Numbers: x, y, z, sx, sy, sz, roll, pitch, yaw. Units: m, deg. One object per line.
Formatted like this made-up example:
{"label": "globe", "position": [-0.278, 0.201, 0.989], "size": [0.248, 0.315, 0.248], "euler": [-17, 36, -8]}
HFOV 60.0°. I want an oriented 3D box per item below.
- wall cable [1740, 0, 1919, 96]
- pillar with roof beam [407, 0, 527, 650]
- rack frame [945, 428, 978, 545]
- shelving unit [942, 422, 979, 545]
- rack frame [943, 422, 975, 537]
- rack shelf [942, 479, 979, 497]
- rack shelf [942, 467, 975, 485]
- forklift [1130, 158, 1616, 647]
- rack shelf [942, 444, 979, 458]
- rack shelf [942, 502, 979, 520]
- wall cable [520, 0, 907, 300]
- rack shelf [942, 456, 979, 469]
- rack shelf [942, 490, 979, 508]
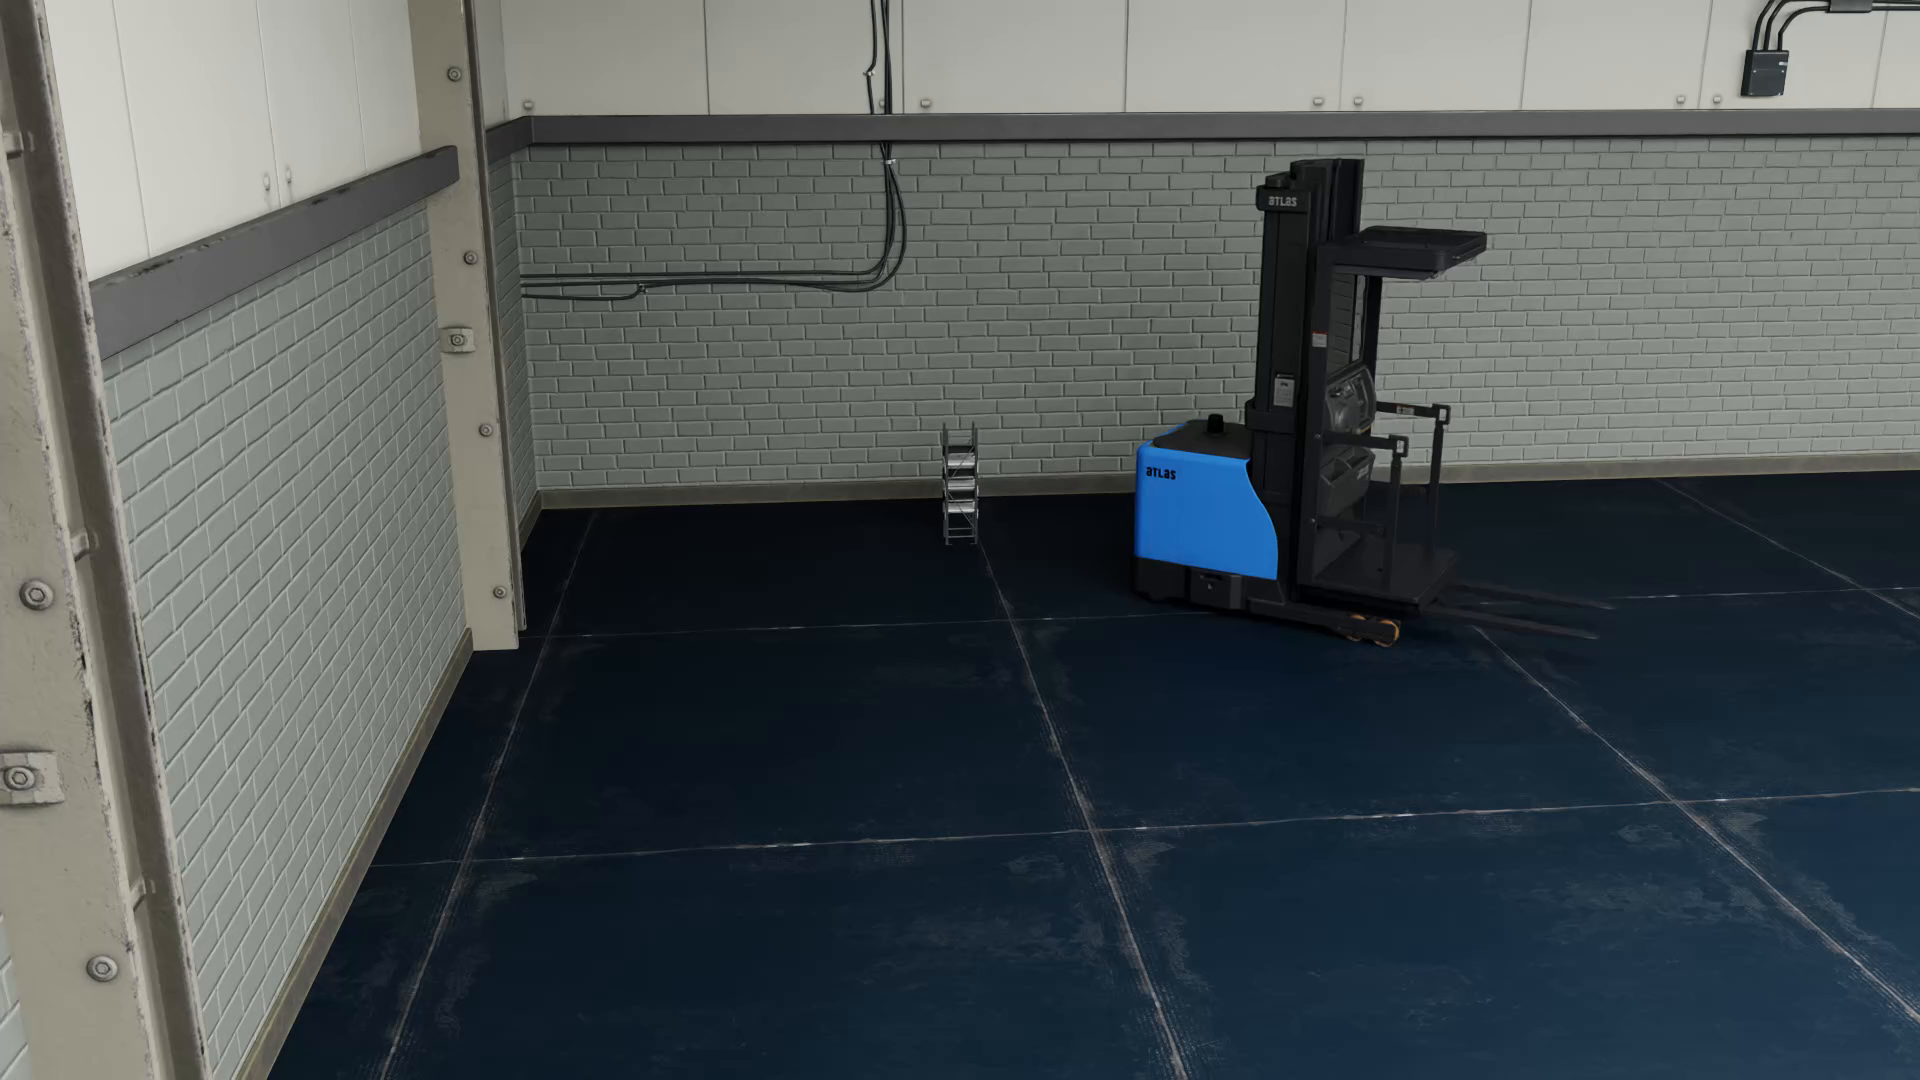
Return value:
{"label": "wall cable", "position": [7.491, -6.491, 12.651], "size": [2.305, 6.003, 0.169], "euler": [-2, 18, -6]}
{"label": "pillar with roof beam", "position": [1.317, -3.794, 9.739], "size": [9.100, 9.000, 0.400], "euler": [-2, 18, -6]}
{"label": "rack frame", "position": [0.011, -0.397, 12.438], "size": [0.240, 0.900, 0.006], "euler": [-2, 18, -6]}
{"label": "shelving unit", "position": [0.001, -0.427, 12.535], "size": [0.258, 0.900, 0.210], "euler": [-2, 18, -6]}
{"label": "rack frame", "position": [-0.010, -0.457, 12.631], "size": [0.240, 0.900, 0.006], "euler": [-2, 18, -6]}
{"label": "rack shelf", "position": [0.001, -0.395, 12.545], "size": [0.258, 0.077, 0.200], "euler": [-2, 18, -6]}
{"label": "rack shelf", "position": [0.001, -0.481, 12.518], "size": [0.258, 0.077, 0.200], "euler": [-2, 18, -6]}
{"label": "forklift", "position": [2.700, -0.905, 10.665], "size": [3.031, 2.935, 1.130], "euler": [10, 20, 29]}
{"label": "rack shelf", "position": [0.001, -0.653, 12.464], "size": [0.258, 0.077, 0.200], "euler": [-2, 18, -6]}
{"label": "rack shelf", "position": [0.001, -0.223, 12.598], "size": [0.258, 0.077, 0.200], "euler": [-2, 18, -6]}
{"label": "wall cable", "position": [-1.954, -3.098, 12.706], "size": [3.097, 2.526, 0.112], "euler": [-2, 18, -6]}
{"label": "rack shelf", "position": [0.001, -0.567, 12.491], "size": [0.258, 0.077, 0.200], "euler": [-2, 18, -6]}
{"label": "rack shelf", "position": [0.001, -0.309, 12.572], "size": [0.258, 0.077, 0.200], "euler": [-2, 18, -6]}
